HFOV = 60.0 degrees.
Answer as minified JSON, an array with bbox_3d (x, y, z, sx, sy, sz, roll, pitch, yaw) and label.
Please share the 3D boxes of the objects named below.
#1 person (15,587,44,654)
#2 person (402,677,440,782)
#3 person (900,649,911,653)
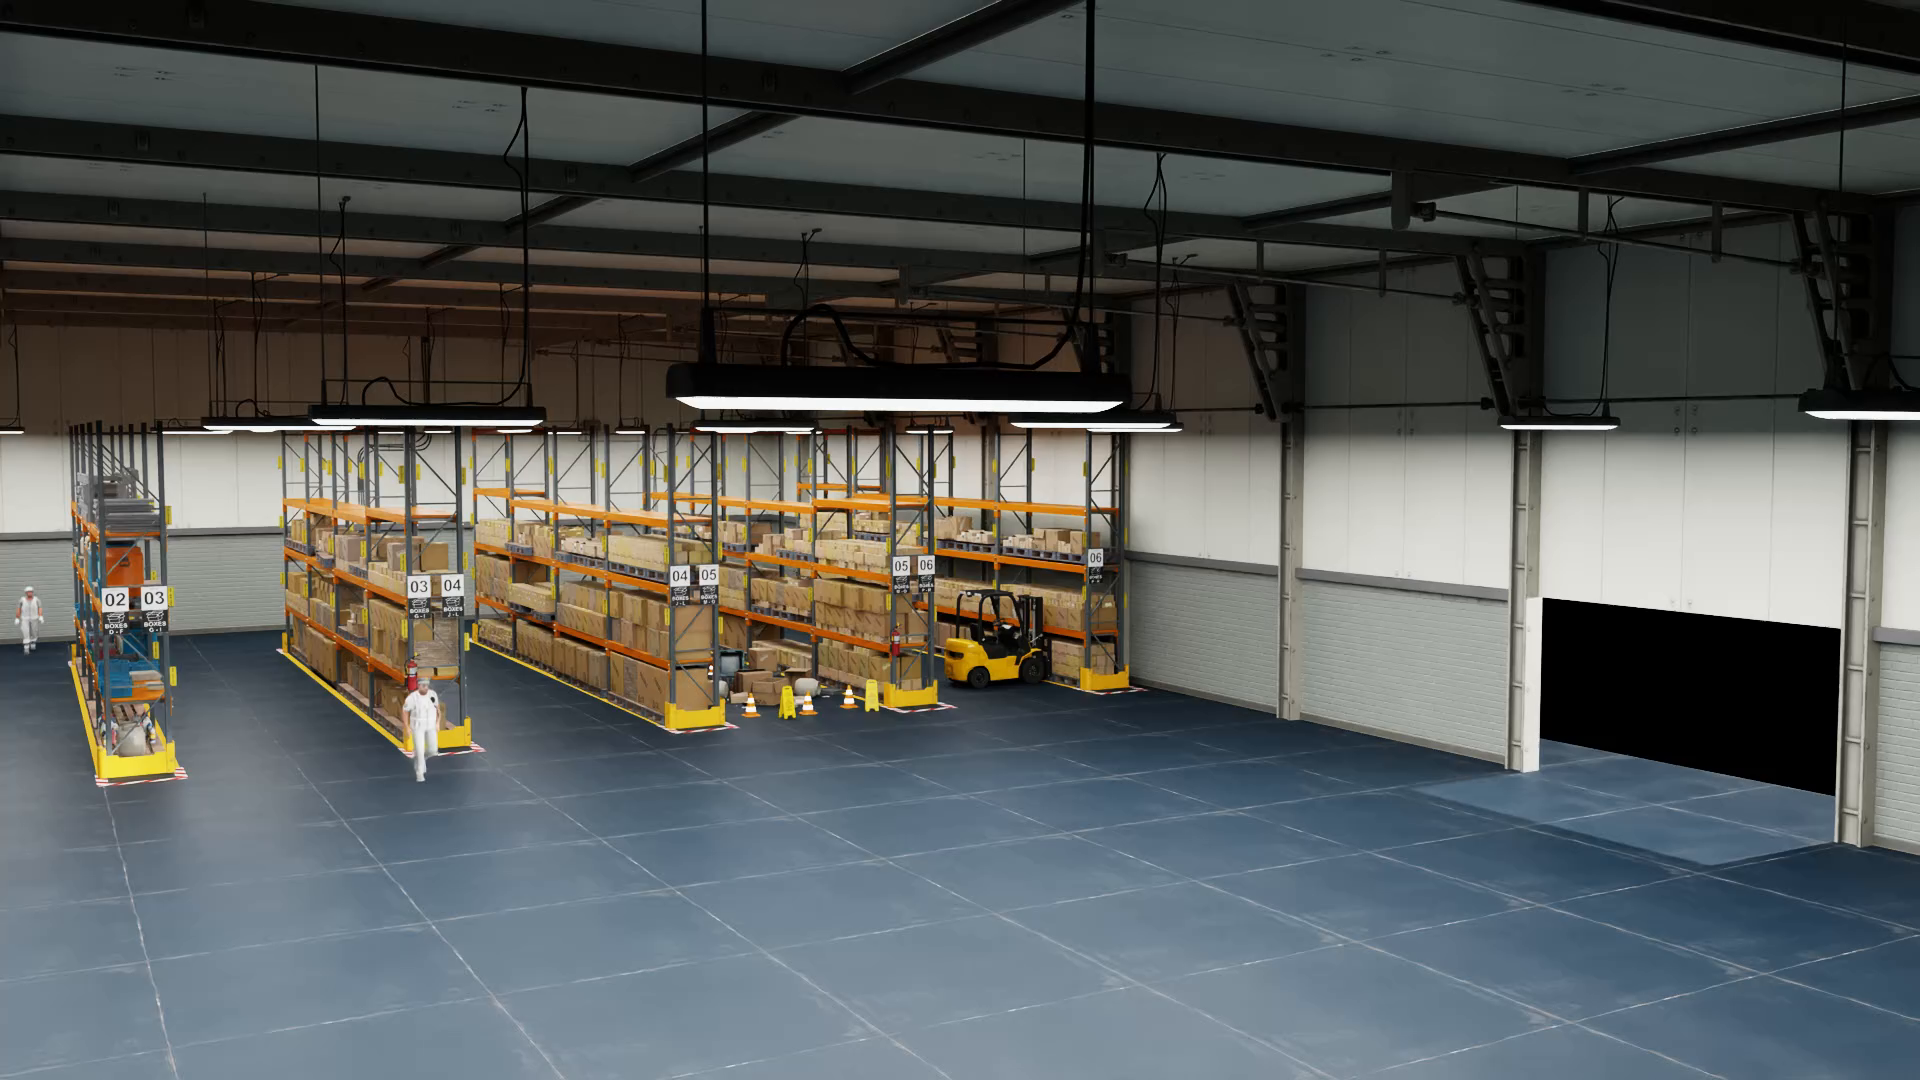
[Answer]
[{"bbox_3d":[-24.682,2.102,44.087,0.679,1.724,1.034,-2,4,-29],"label":"person"},{"bbox_3d":[-9.057,3.138,27.920,0.626,1.742,0.637,-3,5,-41],"label":"person"},{"bbox_3d":[-1.380,2.475,39.823,0.580,1.591,0.720,-2,4,-27],"label":"person"}]
